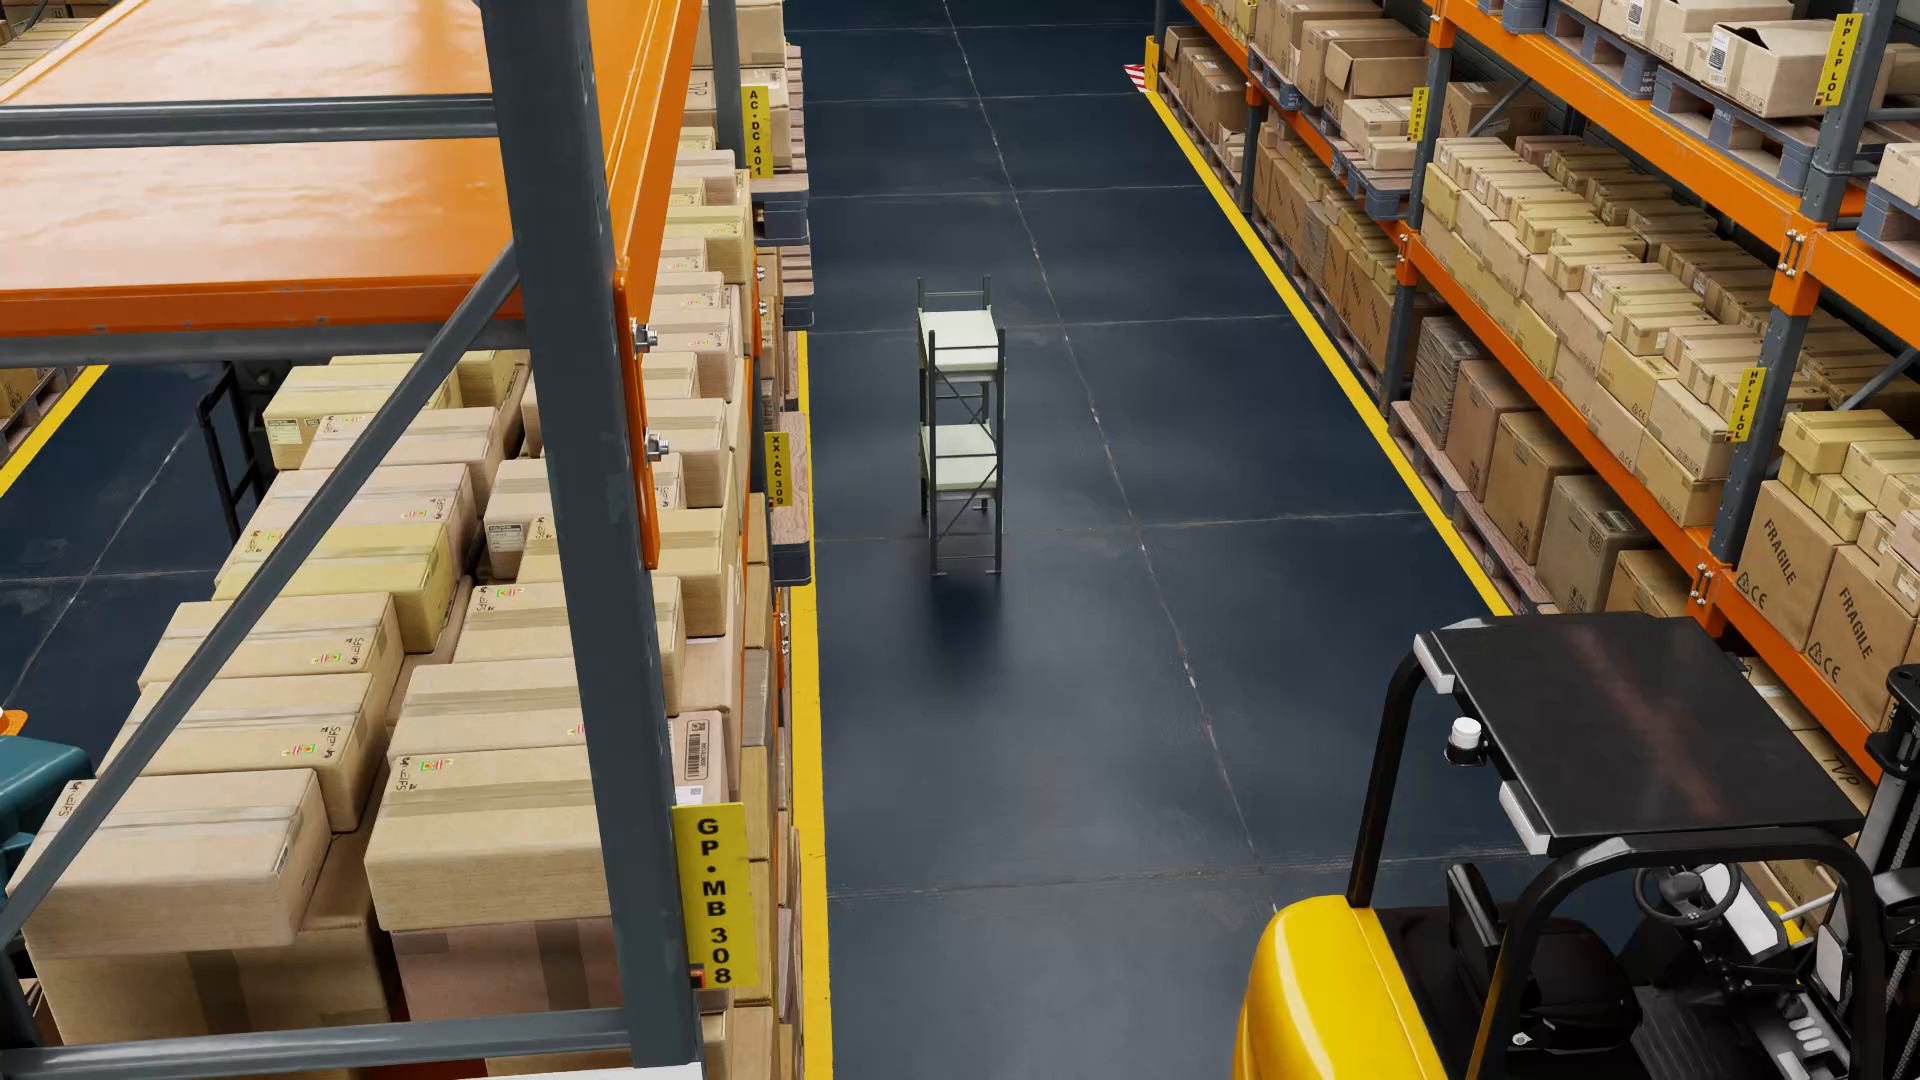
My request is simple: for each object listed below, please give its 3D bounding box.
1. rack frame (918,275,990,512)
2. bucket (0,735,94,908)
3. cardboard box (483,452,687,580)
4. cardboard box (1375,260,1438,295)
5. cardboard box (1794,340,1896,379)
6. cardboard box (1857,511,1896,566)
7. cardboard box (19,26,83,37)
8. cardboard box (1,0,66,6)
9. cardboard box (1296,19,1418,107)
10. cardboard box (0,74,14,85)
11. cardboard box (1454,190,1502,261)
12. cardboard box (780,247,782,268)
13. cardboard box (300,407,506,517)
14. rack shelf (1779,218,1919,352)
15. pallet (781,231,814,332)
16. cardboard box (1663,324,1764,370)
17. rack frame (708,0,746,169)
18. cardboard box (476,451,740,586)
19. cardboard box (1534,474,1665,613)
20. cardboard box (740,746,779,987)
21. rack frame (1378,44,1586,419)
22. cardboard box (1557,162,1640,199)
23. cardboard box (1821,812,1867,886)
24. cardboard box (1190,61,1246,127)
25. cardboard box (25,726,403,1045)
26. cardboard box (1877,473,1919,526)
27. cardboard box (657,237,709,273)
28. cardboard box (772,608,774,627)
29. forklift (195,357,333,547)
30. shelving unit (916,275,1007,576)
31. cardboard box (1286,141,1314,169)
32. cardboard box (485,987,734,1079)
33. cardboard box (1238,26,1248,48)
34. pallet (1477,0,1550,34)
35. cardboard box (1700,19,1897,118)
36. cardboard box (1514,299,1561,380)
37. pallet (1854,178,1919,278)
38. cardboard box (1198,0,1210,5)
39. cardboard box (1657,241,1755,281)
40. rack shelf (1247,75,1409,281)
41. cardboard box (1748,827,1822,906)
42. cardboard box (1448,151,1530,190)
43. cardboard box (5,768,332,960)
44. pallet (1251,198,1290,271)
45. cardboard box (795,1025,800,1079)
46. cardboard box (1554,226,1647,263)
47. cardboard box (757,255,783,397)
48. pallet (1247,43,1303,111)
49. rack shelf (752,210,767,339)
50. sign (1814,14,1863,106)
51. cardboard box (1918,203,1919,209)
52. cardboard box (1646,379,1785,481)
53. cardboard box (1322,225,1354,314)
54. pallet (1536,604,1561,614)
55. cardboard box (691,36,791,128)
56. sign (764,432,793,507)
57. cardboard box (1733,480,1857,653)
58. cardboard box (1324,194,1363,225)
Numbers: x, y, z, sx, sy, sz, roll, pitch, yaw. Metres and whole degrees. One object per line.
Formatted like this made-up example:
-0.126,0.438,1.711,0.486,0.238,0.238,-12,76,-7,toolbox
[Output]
-0.034,-0.827,9.673,0.400,1.500,0.023,-3,31,-5,rack frame
-3.855,1.131,6.642,0.726,0.611,0.620,8,22,13,bucket
-0.770,-0.053,3.456,0.380,0.149,0.250,-3,31,-5,cardboard box
3.025,-1.777,11.196,0.380,0.149,0.250,-4,31,-7,cardboard box
3.905,-0.760,7.367,0.380,0.149,0.250,-4,31,-6,cardboard box
3.543,0.008,6.081,0.380,0.149,0.250,-3,31,-5,cardboard box
-6.653,-3.660,12.208,0.380,0.149,0.250,-4,31,-6,cardboard box
-7.224,-4.492,12.983,0.500,0.500,0.500,-4,31,-6,cardboard box
2.894,-3.494,12.168,0.700,0.500,0.500,-3,31,-5,cardboard box
-6.531,-2.995,11.094,0.380,0.149,0.250,-3,31,-5,cardboard box
3.168,-1.808,9.510,0.500,0.250,0.500,-2,31,-3,cardboard box
-1.188,-1.568,9.286,0.380,0.149,0.250,-3,31,-5,cardboard box
-1.210,-0.163,3.640,0.380,0.149,0.250,-4,31,-6,cardboard box
3.884,-0.067,4.714,1.077,0.370,4.000,-3,31,-5,rack shelf
-1.445,-1.471,9.474,1.213,0.211,1.003,-3,31,-5,pallet
3.432,-0.853,7.523,0.380,0.149,0.250,-3,31,-5,cardboard box
-1.244,-2.445,5.068,1.000,3.000,0.127,-3,31,-5,rack frame
-0.762,0.032,3.703,0.500,0.250,0.500,-2,31,-3,cardboard box
3.573,0.067,8.618,0.875,0.625,0.625,-3,31,-5,cardboard box
-0.795,0.963,4.825,0.500,0.500,0.500,-3,31,-6,cardboard box
3.324,-2.152,10.427,1.000,3.000,0.127,-3,31,-5,rack frame
3.655,-2.053,9.532,0.380,0.149,0.250,-3,31,-5,cardboard box
3.526,1.239,6.048,0.500,0.250,0.500,-2,31,-3,cardboard box
2.530,-4.313,16.074,0.500,0.500,0.500,-2,31,-4,cardboard box
-1.187,0.573,2.796,0.500,0.250,0.500,-3,31,-5,cardboard box
3.579,-0.123,6.010,0.380,0.149,0.250,-3,31,-6,cardboard box
-0.884,-0.709,4.555,0.380,0.149,0.250,-3,31,-6,cardboard box
-0.911,0.388,6.421,0.380,0.149,0.250,-3,31,-5,cardboard box
-3.299,-0.940,8.466,1.130,2.935,3.031,-2,31,-3,forklift
0.001,-0.640,9.360,0.431,1.500,0.755,-3,31,-5,shelving unit
2.857,-3.115,13.436,0.380,0.149,0.250,-4,31,-7,cardboard box
-0.578,0.808,2.792,0.380,0.149,0.250,-3,31,-5,cardboard box
2.623,-4.369,14.384,0.380,0.149,0.250,-2,31,-3,cardboard box
3.476,-3.016,9.133,1.213,0.211,1.003,-1,31,-2,pallet
3.387,-1.940,6.727,0.500,0.311,0.500,-4,31,-6,cardboard box
3.266,-1.064,8.753,0.500,0.250,0.500,-2,31,-3,cardboard box
3.803,-0.925,5.535,1.003,0.211,1.213,-3,31,-5,pallet
2.450,-5.154,15.698,0.380,0.149,0.250,-2,31,-3,cardboard box
3.782,-1.401,8.441,0.380,0.149,0.250,-2,31,-4,cardboard box
3.137,-2.864,12.321,1.077,0.370,4.000,-3,31,-5,rack shelf
3.484,1.195,6.609,0.500,0.250,0.500,-3,31,-5,cardboard box
3.086,-2.160,9.711,0.380,0.149,0.250,-2,31,-4,cardboard box
-1.196,0.492,2.544,0.380,0.149,0.250,-2,31,-4,cardboard box
3.064,-2.583,13.869,1.003,0.211,1.213,-3,31,-5,pallet
-0.819,1.951,5.831,0.500,0.250,0.500,-2,31,-4,cardboard box
3.312,-1.510,8.622,0.380,0.149,0.250,-3,31,-5,cardboard box
-1.082,-0.982,7.673,0.500,0.500,0.500,-3,31,-5,cardboard box
2.916,-3.698,13.203,1.003,0.211,1.213,-3,31,-5,pallet
-1.431,-1.870,7.731,1.077,0.370,4.000,-3,31,-5,rack shelf
3.158,-1.723,5.974,0.100,0.325,0.005,-3,31,-5,sign
3.533,-1.146,5.398,0.500,0.311,0.500,-2,31,-4,cardboard box
3.397,-0.498,7.317,0.500,0.250,0.500,-3,31,-6,cardboard box
2.982,-1.987,12.180,0.500,0.500,0.500,-1,31,-2,cardboard box
3.590,0.713,8.350,1.003,0.211,1.213,-3,31,-5,pallet
-0.948,-1.850,6.733,0.500,0.250,0.500,-3,31,-5,cardboard box
-0.705,-0.271,6.435,0.100,0.325,0.005,-3,31,-5,sign
3.479,0.087,6.582,0.500,0.500,0.500,-4,31,-6,cardboard box
2.929,-2.456,12.331,0.380,0.149,0.250,-4,31,-7,cardboard box
